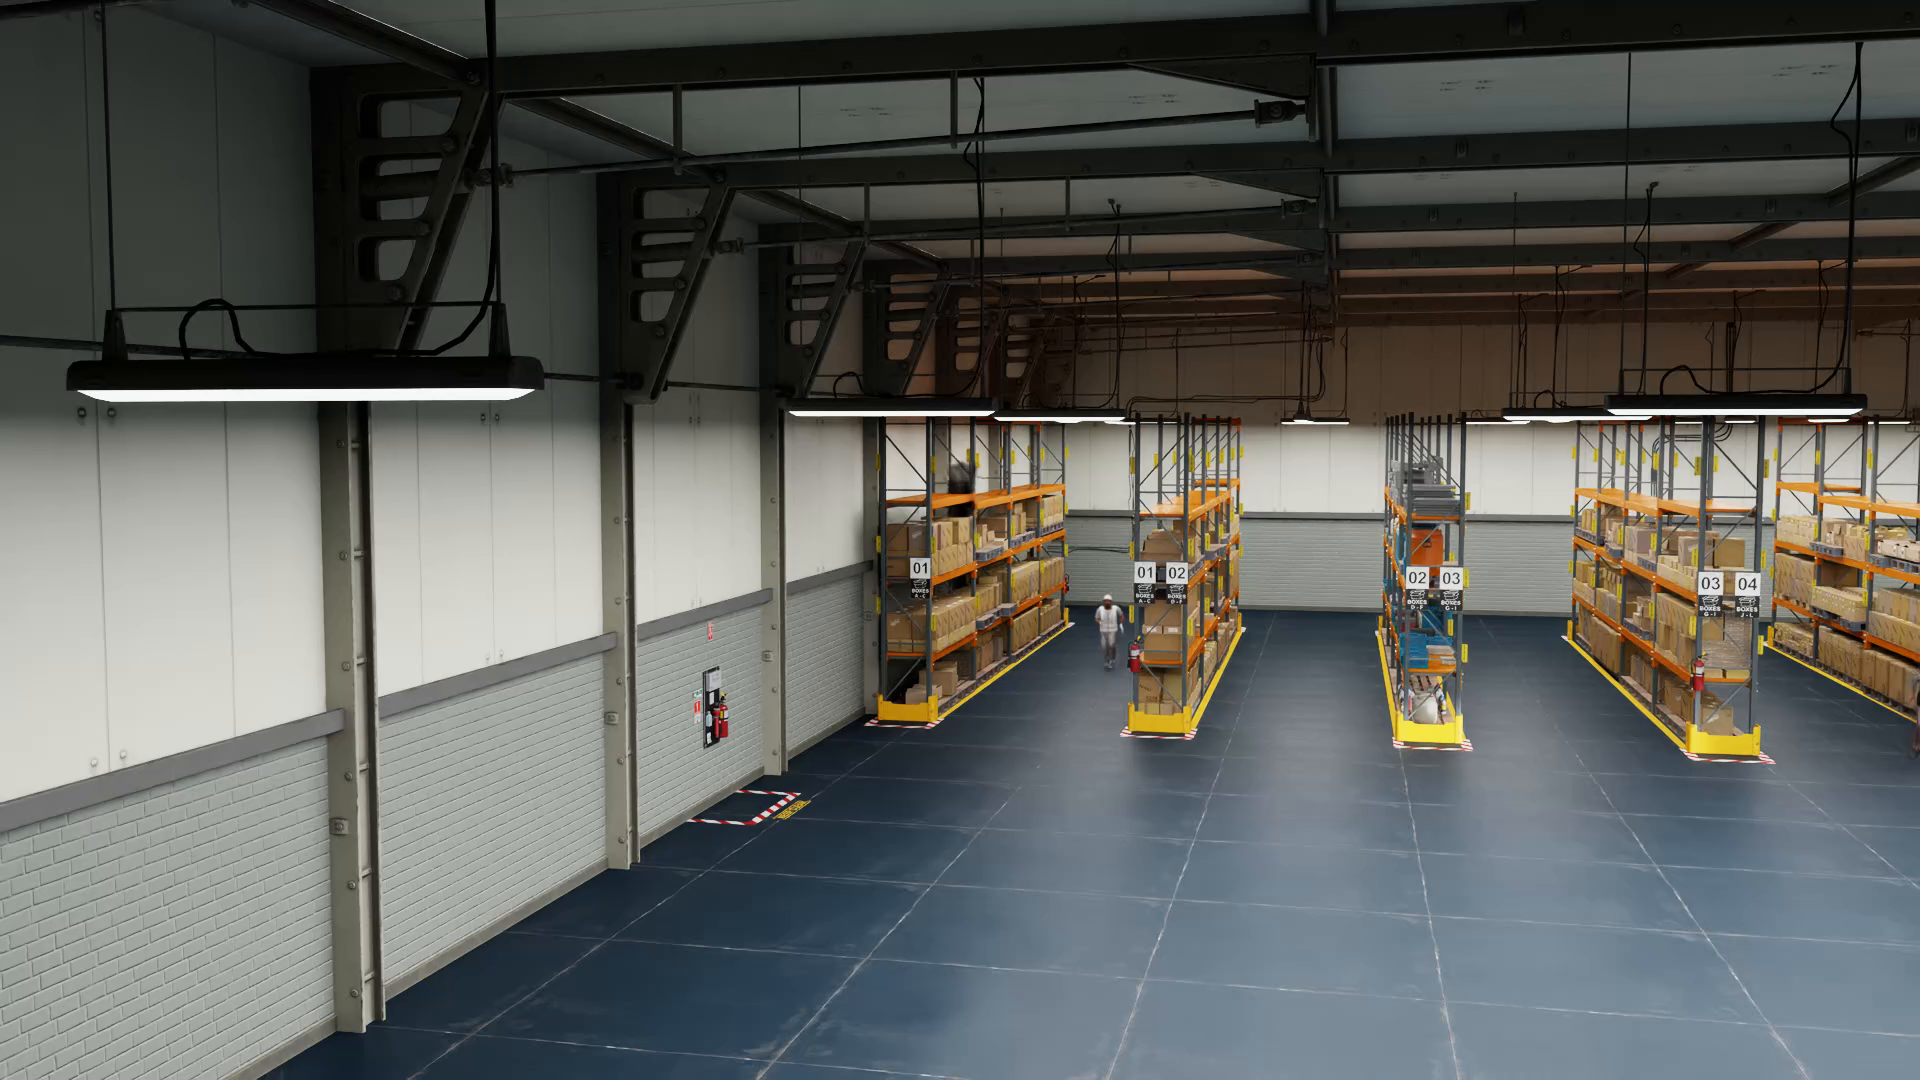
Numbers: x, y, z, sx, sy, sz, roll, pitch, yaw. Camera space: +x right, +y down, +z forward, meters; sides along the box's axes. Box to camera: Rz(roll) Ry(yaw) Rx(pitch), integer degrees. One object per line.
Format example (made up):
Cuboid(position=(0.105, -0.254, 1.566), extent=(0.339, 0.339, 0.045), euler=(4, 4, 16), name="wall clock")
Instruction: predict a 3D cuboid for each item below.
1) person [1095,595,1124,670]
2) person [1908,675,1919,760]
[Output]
Cuboid(position=(3.509, 2.180, 39.269), extent=(0.664, 1.784, 0.793), euler=(1, 4, 13), name="person")
Cuboid(position=(16.813, 2.934, 28.861), extent=(0.726, 1.697, 0.892), euler=(1, 4, 17), name="person")
